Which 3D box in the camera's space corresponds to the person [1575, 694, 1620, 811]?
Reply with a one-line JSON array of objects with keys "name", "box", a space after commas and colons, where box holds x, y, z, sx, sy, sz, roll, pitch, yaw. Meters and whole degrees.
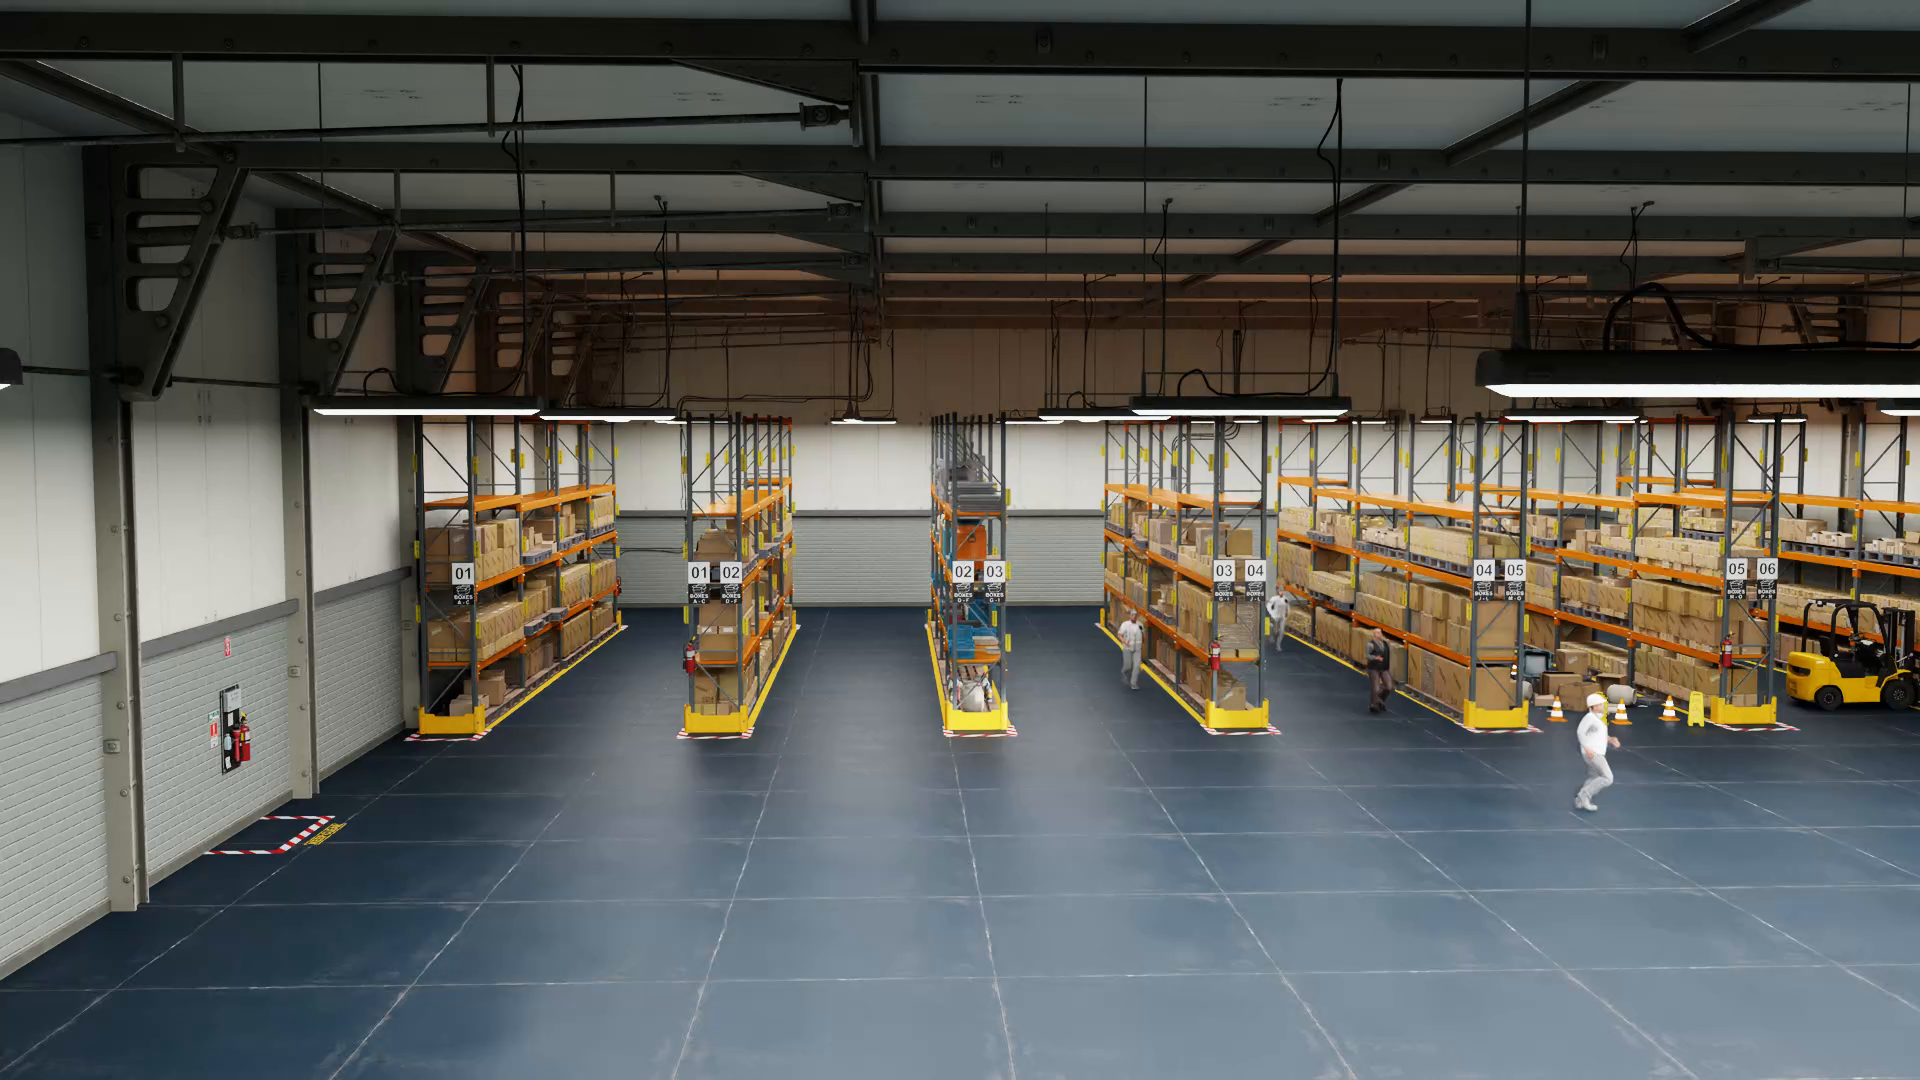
[{"name": "person", "box": [9.492, 3.162, 24.760, 0.601, 1.739, 0.667, 2, 4, 24]}]

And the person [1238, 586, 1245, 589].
[{"name": "person", "box": [7.831, 1.701, 46.644, 0.562, 1.676, 0.691, 0, 4, 4]}]

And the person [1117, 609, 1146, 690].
[{"name": "person", "box": [3.773, 2.363, 36.392, 0.660, 1.755, 0.772, -1, 4, -12]}]

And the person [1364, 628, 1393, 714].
[{"name": "person", "box": [8.379, 2.618, 33.136, 0.642, 1.717, 0.647, -1, 4, -12]}]

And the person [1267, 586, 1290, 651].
[{"name": "person", "box": [8.215, 1.992, 42.850, 0.643, 1.670, 0.688, -1, 4, -11]}]
